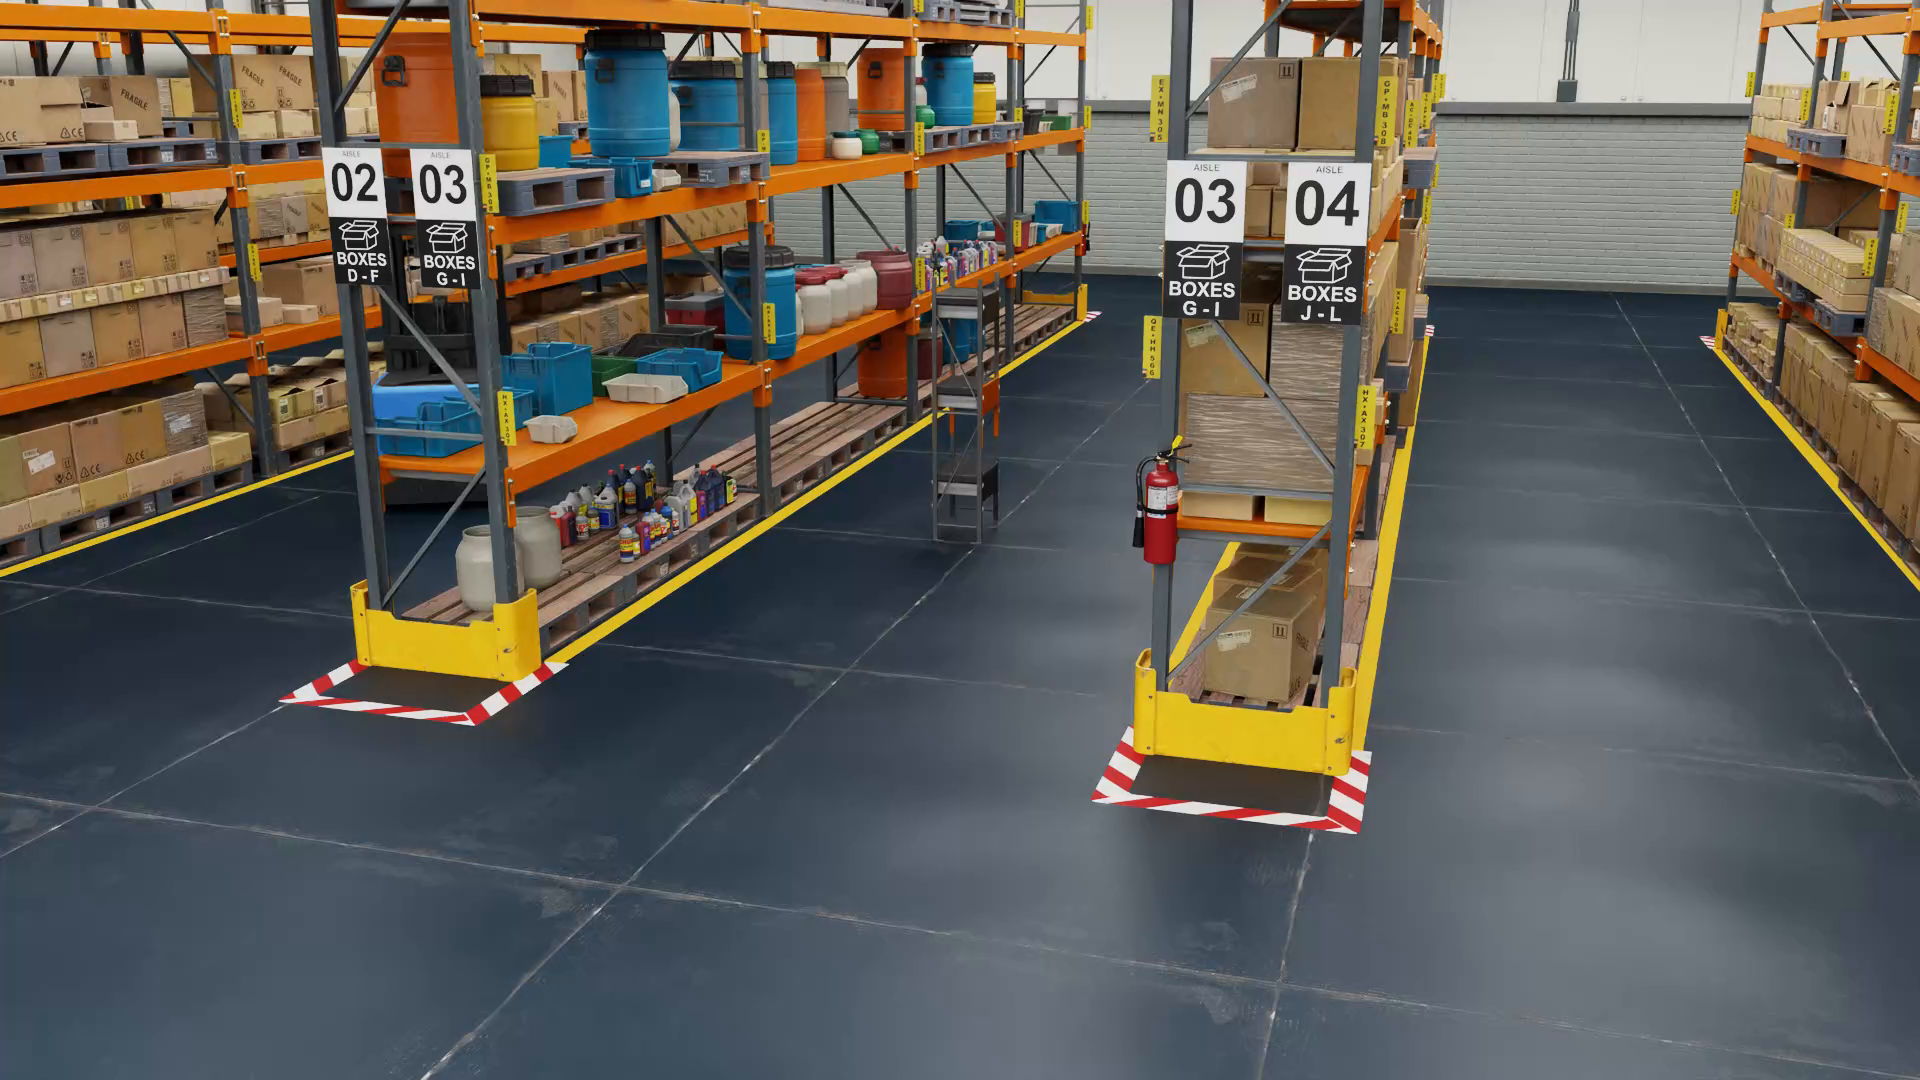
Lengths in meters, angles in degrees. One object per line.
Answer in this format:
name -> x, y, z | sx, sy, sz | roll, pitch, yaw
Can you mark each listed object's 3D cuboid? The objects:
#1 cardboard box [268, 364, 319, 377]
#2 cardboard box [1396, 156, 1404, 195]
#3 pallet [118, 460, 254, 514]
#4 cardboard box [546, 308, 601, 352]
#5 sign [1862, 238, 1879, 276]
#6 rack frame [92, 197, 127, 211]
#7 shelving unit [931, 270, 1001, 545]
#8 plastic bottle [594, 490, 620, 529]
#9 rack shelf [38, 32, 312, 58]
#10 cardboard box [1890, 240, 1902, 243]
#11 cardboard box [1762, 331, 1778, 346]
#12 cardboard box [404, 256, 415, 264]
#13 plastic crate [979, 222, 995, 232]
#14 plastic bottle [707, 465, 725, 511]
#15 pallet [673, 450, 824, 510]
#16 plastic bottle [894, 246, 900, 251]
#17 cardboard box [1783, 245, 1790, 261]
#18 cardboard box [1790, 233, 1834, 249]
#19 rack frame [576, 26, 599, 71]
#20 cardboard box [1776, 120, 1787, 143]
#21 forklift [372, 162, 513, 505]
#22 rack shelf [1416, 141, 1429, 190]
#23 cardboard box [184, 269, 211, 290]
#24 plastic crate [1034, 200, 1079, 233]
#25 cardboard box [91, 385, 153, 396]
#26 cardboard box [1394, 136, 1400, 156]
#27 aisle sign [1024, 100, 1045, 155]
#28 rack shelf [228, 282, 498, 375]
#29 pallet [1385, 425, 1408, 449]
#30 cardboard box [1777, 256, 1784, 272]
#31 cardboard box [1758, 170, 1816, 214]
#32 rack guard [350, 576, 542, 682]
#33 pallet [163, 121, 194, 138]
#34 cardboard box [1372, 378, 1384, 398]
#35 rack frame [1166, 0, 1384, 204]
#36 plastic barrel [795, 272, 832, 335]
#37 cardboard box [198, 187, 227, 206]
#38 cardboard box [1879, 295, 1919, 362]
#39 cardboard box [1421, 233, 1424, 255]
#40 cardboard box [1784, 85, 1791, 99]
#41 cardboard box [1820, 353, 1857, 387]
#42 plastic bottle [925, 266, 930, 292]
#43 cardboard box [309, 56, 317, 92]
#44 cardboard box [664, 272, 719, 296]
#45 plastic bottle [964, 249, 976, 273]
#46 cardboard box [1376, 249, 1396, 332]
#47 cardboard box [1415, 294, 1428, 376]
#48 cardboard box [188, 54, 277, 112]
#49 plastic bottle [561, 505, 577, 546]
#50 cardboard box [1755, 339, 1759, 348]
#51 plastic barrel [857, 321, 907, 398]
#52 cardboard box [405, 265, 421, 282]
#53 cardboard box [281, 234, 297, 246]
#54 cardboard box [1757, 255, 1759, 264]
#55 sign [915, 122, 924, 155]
cardboard box -> -6.701, -1.608, 16.743 | 0.500, 0.311, 0.500 | 5, 16, 16
cardboard box -> 2.791, -2.526, 11.516 | 0.500, 0.250, 0.500 | 5, 17, 18
pallet -> -7.093, -0.518, 14.767 | 1.003, 0.211, 1.213 | 5, 16, 16
cardboard box -> -4.853, -2.622, 20.849 | 0.500, 0.500, 0.500 | 4, 16, 14
sign -> 8.010, -2.489, 14.630 | 0.100, 0.325, 0.005 | 5, 16, 16
rack frame -> -10.441, -3.493, 20.149 | 1.000, 3.000, 0.127 | 5, 16, 16
shelving unit -> 0.047, -1.053, 13.196 | 0.431, 2.100, 0.503 | 5, 16, 16
plastic bottle -> -2.731, -0.236, 12.848 | 0.152, 0.276, 0.135 | 5, 16, 16
rack shelf -> -9.872, -6.364, 21.328 | 1.077, 0.370, 4.000 | 5, 16, 16
cardboard box -> 9.445, -2.953, 16.845 | 0.380, 0.149, 0.250 | 4, 16, 14
cardboard box -> 9.620, -2.342, 19.455 | 0.380, 0.149, 0.250 | 4, 16, 15
cardboard box -> -8.573, -4.251, 25.443 | 0.380, 0.149, 0.250 | 4, 16, 14
plastic crate -> 0.486, -4.304, 23.205 | 0.416, 0.233, 0.300 | 5, 16, 16
plastic bottle -> -1.986, -0.425, 13.380 | 0.144, 0.351, 0.185 | 4, 16, 14
pallet -> -1.893, -0.546, 14.866 | 1.003, 0.211, 1.213 | 5, 16, 16
plastic bottle -> -0.736, -3.261, 19.420 | 0.144, 0.351, 0.185 | 5, 16, 16
cardboard box -> 9.045, -3.066, 17.786 | 0.380, 0.149, 0.250 | 4, 16, 15
cardboard box -> 8.968, -3.136, 17.490 | 0.380, 0.149, 0.250 | 5, 17, 16
rack frame -> -4.553, -7.043, 21.669 | 1.000, 3.000, 0.127 | 5, 16, 16
cardboard box -> 9.847, -4.759, 19.390 | 0.500, 0.250, 0.500 | 4, 16, 15
forklift -> -4.681, -2.065, 15.239 | 1.130, 2.935, 3.031 | -3, 16, -9
rack shelf -> 4.375, -3.961, 17.620 | 1.077, 0.370, 4.000 | 5, 16, 16
cardboard box -> -6.771, -2.272, 14.470 | 0.380, 0.149, 0.250 | 4, 16, 15
plastic crate -> 1.415, -4.762, 24.447 | 0.616, 0.435, 0.499 | 5, 16, 16
cardboard box -> -7.393, -1.075, 14.519 | 0.500, 0.500, 0.500 | 5, 16, 16
cardboard box -> 2.855, -2.750, 11.575 | 0.380, 0.149, 0.250 | 5, 17, 18
aisle sign -> 1.067, -6.111, 24.612 | 0.394, 0.787, 0.004 | 5, 16, 16
rack shelf -> -6.259, -2.241, 17.052 | 1.077, 0.370, 4.000 | 5, 16, 16
pallet -> 4.103, -1.200, 17.173 | 1.003, 0.211, 1.213 | 5, 16, 16
cardboard box -> 9.117, -2.990, 18.066 | 0.380, 0.149, 0.250 | 4, 16, 13
cardboard box -> 9.977, -4.198, 20.072 | 0.500, 0.500, 0.500 | 4, 16, 14
rack guard -> -3.239, 0.547, 10.485 | 1.175, 0.500, 0.348 | 5, 16, 16
pallet -> -9.994, -5.311, 21.406 | 1.003, 0.211, 1.213 | 5, 17, 18
cardboard box -> 2.891, -1.095, 12.152 | 0.380, 0.149, 0.250 | 5, 16, 16
rack frame -> 1.533, -3.134, 7.889 | 1.000, 3.000, 0.127 | 5, 16, 16
plastic barrel -> -1.388, -2.169, 15.232 | 0.433, 0.535, 0.433 | 0, 16, 0
cardboard box -> -9.774, -4.426, 21.296 | 0.500, 0.250, 0.500 | 5, 17, 16
cardboard box -> 8.005, -1.748, 13.813 | 0.500, 0.500, 0.500 | 4, 16, 15
cardboard box -> 5.474, -3.691, 20.575 | 0.500, 0.250, 0.500 | 5, 16, 16
cardboard box -> 9.840, -5.223, 19.378 | 0.380, 0.149, 0.250 | 5, 16, 15
cardboard box -> 8.609, -1.623, 15.990 | 0.500, 0.250, 0.500 | 5, 17, 17
plastic bottle -> -0.372, -2.840, 18.058 | 0.061, 0.283, 0.133 | 5, 16, 16
cardboard box -> -9.329, -6.723, 23.985 | 0.500, 0.500, 0.500 | 4, 16, 15
cardboard box -> -4.025, -3.659, 24.503 | 0.797, 0.503, 0.637 | 5, 16, 16
plastic bottle -> 0.107, -3.321, 19.769 | 0.152, 0.276, 0.135 | 5, 16, 16
cardboard box -> 2.665, -1.697, 11.254 | 0.500, 0.500, 0.500 | 5, 16, 16
cardboard box -> 4.781, -2.399, 19.413 | 1.225, 0.875, 0.875 | 5, 16, 16
cardboard box -> -6.614, -4.156, 15.118 | 0.500, 0.500, 0.500 | 5, 17, 17
plastic bottle -> -2.914, -0.107, 12.382 | 0.061, 0.283, 0.133 | 5, 16, 16
cardboard box -> 9.893, -2.395, 20.187 | 0.380, 0.149, 0.250 | 4, 16, 13
plastic barrel -> -0.819, -2.013, 18.135 | 0.600, 0.830, 0.708 | 5, 16, 16
cardboard box -> -6.130, -2.848, 18.038 | 0.500, 0.311, 0.500 | 4, 16, 15
cardboard box -> -9.313, -4.113, 22.755 | 0.380, 0.149, 0.250 | 5, 16, 16
cardboard box -> 10.006, -3.431, 20.388 | 0.380, 0.149, 0.250 | 5, 17, 18
sign -> -0.413, -4.077, 16.902 | 0.100, 0.325, 0.005 | 5, 16, 16
